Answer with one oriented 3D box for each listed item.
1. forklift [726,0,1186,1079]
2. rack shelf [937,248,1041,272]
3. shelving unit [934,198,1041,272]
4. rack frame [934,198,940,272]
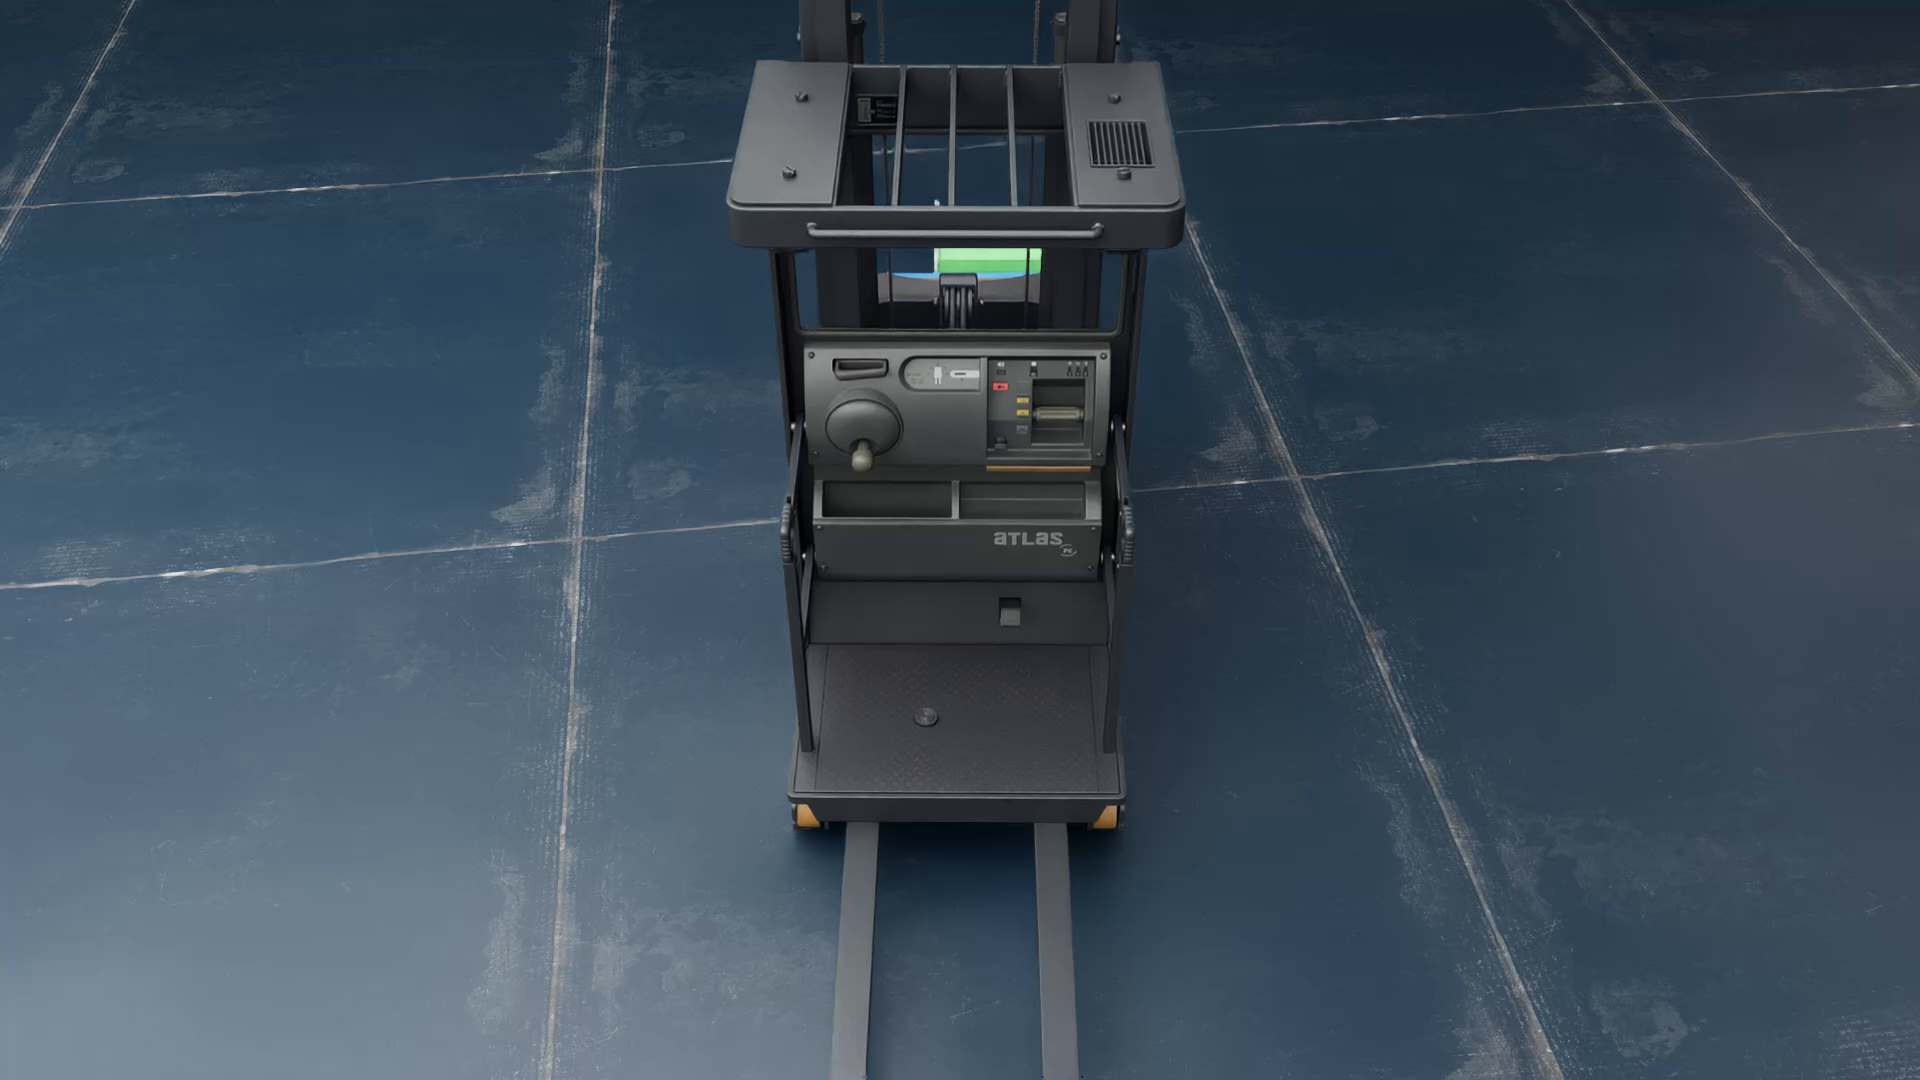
[{"bbox_3d":[-0.007,-0.320,4.916,1.130,2.935,3.031,0,42,0],"label":"forklift"},{"bbox_3d":[0.155,-1.102,6.453,0.480,0.148,0.258,0,42,0],"label":"rack shelf"},{"bbox_3d":[0.155,-0.791,6.731,0.503,1.200,0.258,0,42,0],"label":"shelving unit"},{"bbox_3d":[-0.089,-0.792,6.732,0.015,1.200,0.240,0,42,0],"label":"rack frame"}]
